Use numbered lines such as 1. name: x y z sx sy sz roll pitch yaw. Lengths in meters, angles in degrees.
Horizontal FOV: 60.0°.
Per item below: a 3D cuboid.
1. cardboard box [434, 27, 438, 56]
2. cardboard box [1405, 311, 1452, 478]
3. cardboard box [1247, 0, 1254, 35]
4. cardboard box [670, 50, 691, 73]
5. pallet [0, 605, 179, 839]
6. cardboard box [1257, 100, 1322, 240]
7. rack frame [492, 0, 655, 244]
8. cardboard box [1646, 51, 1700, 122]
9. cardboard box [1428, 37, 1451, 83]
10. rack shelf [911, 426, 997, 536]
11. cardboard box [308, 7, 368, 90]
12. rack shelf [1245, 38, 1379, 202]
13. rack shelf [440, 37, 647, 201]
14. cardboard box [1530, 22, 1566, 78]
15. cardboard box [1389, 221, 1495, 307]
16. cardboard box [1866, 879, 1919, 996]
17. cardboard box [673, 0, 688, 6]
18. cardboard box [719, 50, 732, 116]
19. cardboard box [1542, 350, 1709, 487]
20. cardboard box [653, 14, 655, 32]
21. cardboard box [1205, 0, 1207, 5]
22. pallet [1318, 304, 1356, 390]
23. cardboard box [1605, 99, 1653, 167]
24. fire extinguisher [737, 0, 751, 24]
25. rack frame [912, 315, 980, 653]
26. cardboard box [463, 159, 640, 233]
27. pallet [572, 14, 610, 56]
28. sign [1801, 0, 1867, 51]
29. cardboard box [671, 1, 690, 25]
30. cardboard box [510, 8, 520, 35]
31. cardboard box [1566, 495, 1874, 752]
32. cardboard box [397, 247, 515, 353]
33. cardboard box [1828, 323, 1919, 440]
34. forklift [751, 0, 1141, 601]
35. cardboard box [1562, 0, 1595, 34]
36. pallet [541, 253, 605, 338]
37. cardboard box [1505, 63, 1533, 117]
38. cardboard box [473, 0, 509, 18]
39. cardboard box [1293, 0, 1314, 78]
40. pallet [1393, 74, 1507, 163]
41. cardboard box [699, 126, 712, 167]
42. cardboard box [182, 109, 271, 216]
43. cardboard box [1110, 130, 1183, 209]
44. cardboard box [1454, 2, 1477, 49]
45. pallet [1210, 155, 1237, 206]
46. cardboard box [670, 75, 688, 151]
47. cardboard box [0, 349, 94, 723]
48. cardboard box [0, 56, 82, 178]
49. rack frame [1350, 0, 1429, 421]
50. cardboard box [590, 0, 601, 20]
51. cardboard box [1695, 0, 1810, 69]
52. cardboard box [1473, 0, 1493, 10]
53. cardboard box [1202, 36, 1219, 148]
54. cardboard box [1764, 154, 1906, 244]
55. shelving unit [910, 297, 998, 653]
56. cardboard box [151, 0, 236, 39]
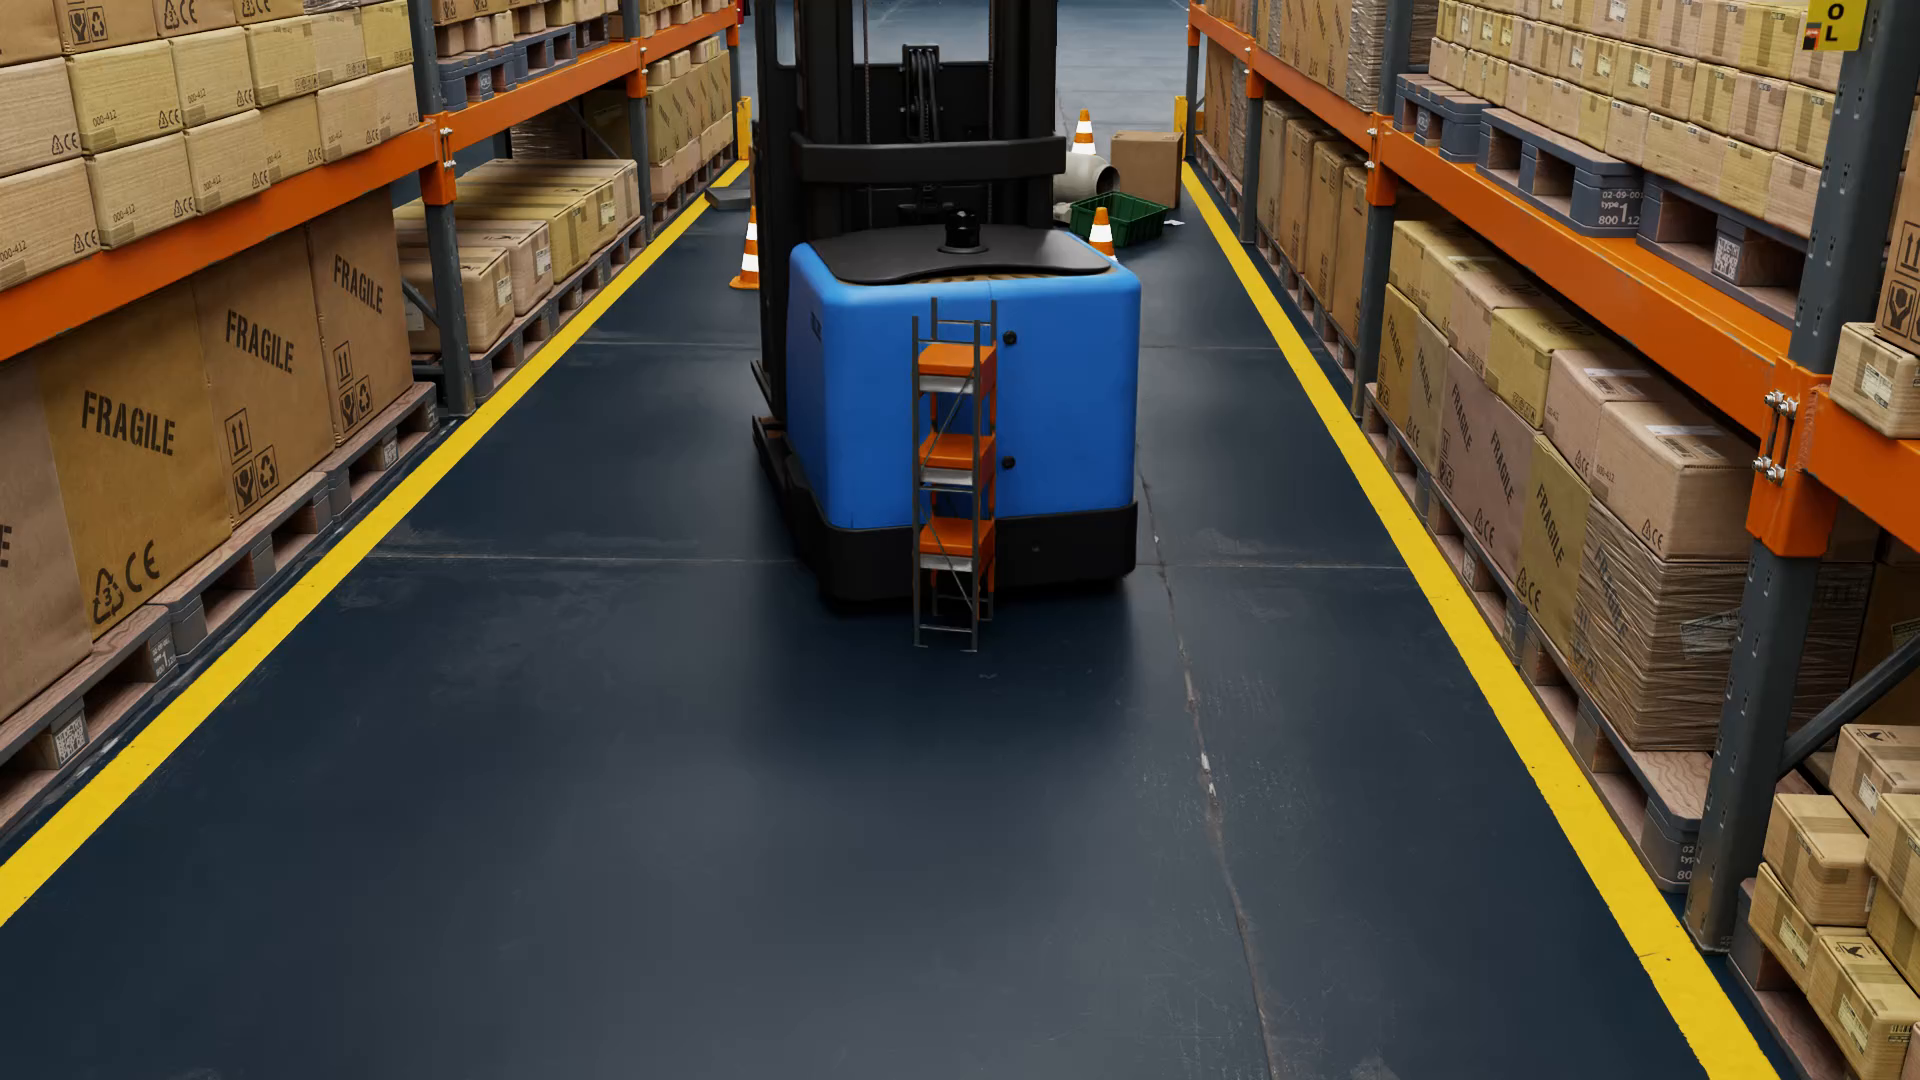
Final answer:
1. cardboard box: -2.495 -2.157 7.209 0.380 0.149 0.250 -1 21 -1
2. cardboard box: 1.972 -0.541 6.151 0.500 0.500 0.500 1 21 2
3. cardboard box: 2.381 -3.595 10.940 0.875 0.550 0.550 1 21 2
4. cardboard box: -2.198 -3.513 12.224 0.380 0.149 0.250 2 21 5
5. pallet: -2.864 0.503 4.440 1.003 0.211 1.213 1 21 2
6. cardboard box: 2.453 -2.313 10.373 1.050 0.750 0.750 1 21 1
7. rack frame: -2.569 -3.409 10.669 1.000 3.000 0.127 1 21 2
8. cardboard box: 1.975 -1.146 4.192 0.380 0.149 0.250 0 21 0
9. cardboard box: 2.045 -1.864 6.454 0.380 0.149 0.250 0 21 1
10. rack shelf: -0.016 -0.182 5.074 0.215 0.259 0.240 5 22 11
11. cardboard box: -2.463 -1.763 5.942 0.500 0.250 0.500 0 21 0
12. rack shelf: 2.321 -2.333 8.889 1.077 0.370 4.000 1 21 2
13. rack shelf: -2.630 -2.351 8.935 1.077 0.370 4.000 1 21 2
14. cardboard box: 2.007 -1.524 5.166 0.380 0.149 0.250 0 21 1
15. cardboard box: 1.997 -1.079 6.500 0.500 0.250 0.500 0 21 -1
16. cardboard box: 1.890 0.716 2.987 0.380 0.149 0.250 1 21 2
17. cardboard box: -2.257 -4.114 11.935 0.500 0.500 0.500 0 21 1
18. cardboard box: -2.211 -3.827 13.928 0.500 0.500 0.500 1 21 2
19. cardboard box: 1.938 -0.337 4.588 0.500 0.250 0.500 2 21 4
20. cardboard box: -2.283 -3.494 11.236 0.380 0.149 0.250 1 21 3
21. cardboard box: 2.538 -4.773 13.976 0.875 0.550 0.550 1 21 2
22. pallet: 2.360 -0.929 8.132 1.003 0.211 1.213 1 21 2
23. cardboard box: 1.980 -1.099 4.480 0.380 0.149 0.250 0 21 -1
24. fire extinguisher: -1.983 -4.856 14.504 0.296 0.674 0.183 1 21 2
25. rack frame: -0.042 -0.149 4.959 0.200 1.050 0.008 5 22 11
26. cardboard box: -2.582 -2.190 10.580 0.950 0.372 0.625 1 21 2
27. pallet: -2.737 -3.045 9.996 1.003 0.211 1.213 1 21 2
28. sign: 1.584 -1.043 2.971 0.100 0.325 0.005 1 21 2
29. cardboard box: -2.190 -3.865 12.191 0.380 0.149 0.250 1 21 2
30. cardboard box: -2.470 -2.647 8.472 0.380 0.149 0.250 1 21 4
31. cardboard box: 1.909 0.200 4.241 0.500 0.500 0.500 0 21 1
32. cardboard box: -2.663 -1.138 7.867 0.950 0.372 0.625 -1 21 -2
33. cardboard box: 1.803 -0.283 2.959 0.380 0.149 0.250 1 21 4
34. forklift: -0.247 -1.673 6.289 1.130 2.935 3.031 -5 22 -12
35. cardboard box: 2.003 -1.571 4.875 0.380 0.149 0.250 0 21 1
36. pallet: -2.625 -1.386 9.308 1.003 0.211 1.213 1 21 2
37. cardboard box: 2.017 -1.476 5.453 0.380 0.149 0.250 1 21 3
38. cardboard box: -2.437 -2.693 7.692 0.500 0.500 0.500 2 21 4
39. cardboard box: 2.049 -2.704 8.713 0.500 0.500 0.500 1 21 2
40. pallet: 2.345 -1.597 6.263 1.213 0.211 1.003 1 21 2
41. cardboard box: -2.237 -3.098 13.087 0.500 0.250 0.500 0 21 0
42. cardboard box: -2.465 -1.156 5.069 0.500 0.250 0.500 0 21 1
43. cardboard box: 1.403 -2.800 12.550 0.500 0.500 0.500 4 22 11
44. cardboard box: 2.039 -1.892 6.113 0.380 0.149 0.250 2 21 4
45. pallet: 2.518 -2.808 12.973 1.003 0.211 1.213 1 21 2
46. cardboard box: -2.277 -3.077 11.996 0.500 0.500 0.500 1 21 4
47. cardboard box: -2.873 0.053 4.103 0.875 0.875 0.875 1 21 3
48. cardboard box: -2.529 -1.025 4.040 0.500 0.250 0.500 1 21 2
49. rack frame: 2.260 -1.945 6.895 1.000 3.000 0.127 1 21 2
50. cardboard box: -2.306 -3.110 9.665 0.380 0.149 0.250 0 21 1
51. cardboard box: 1.973 -1.193 3.901 0.380 0.149 0.250 0 21 0
52. cardboard box: 2.035 -1.950 5.853 0.380 0.149 0.250 1 21 1
53. cardboard box: 2.549 -3.797 14.025 0.875 0.875 0.875 1 21 2
54. cardboard box: 1.953 -0.723 3.513 0.380 0.149 0.250 0 21 0
55. shelving unit: -0.016 -0.192 5.071 0.215 1.050 0.252 5 22 11
56. cardboard box: -2.497 -1.738 4.841 0.500 0.500 0.500 0 21 1
